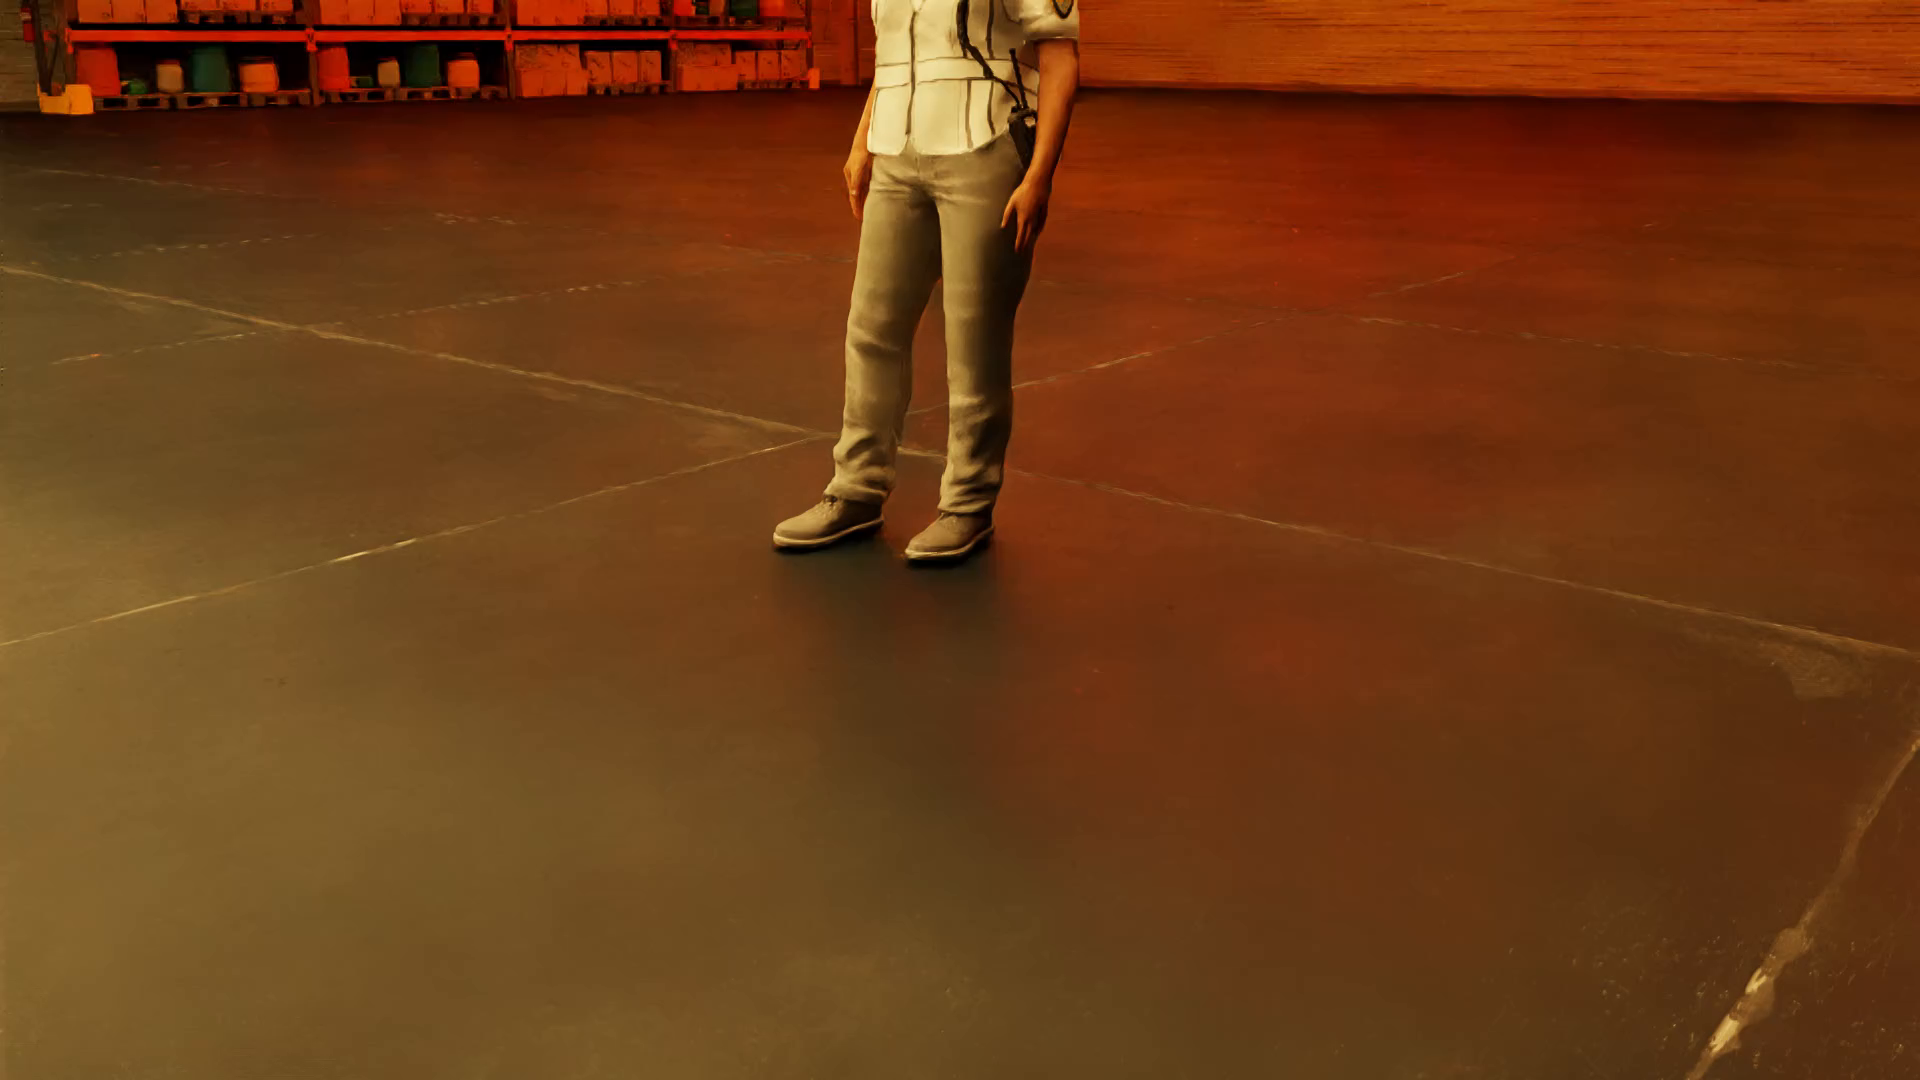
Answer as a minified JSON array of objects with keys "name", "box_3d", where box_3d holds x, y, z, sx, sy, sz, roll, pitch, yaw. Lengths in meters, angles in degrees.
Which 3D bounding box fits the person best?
[{"name":"person","box_3d":[-0.066,-0.791,3.655,0.598,1.669,0.529,13,21,37]}]
